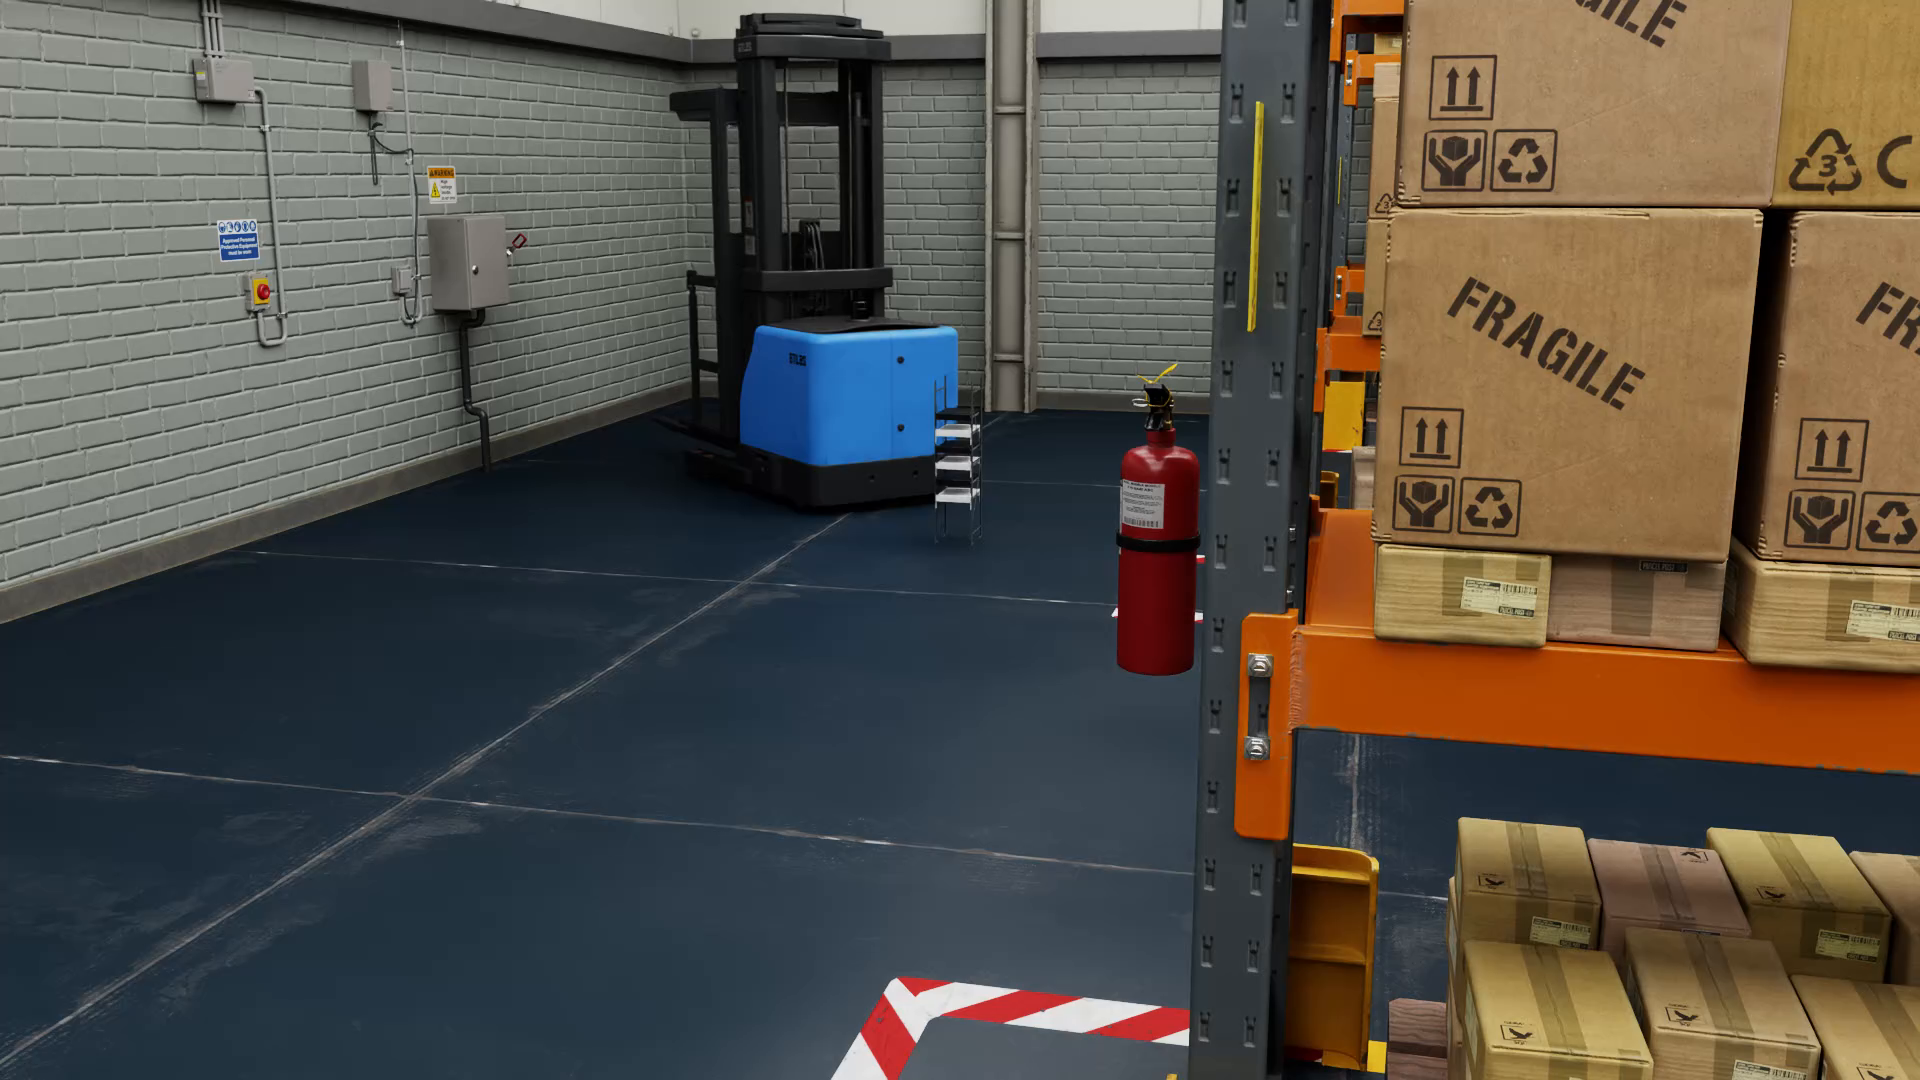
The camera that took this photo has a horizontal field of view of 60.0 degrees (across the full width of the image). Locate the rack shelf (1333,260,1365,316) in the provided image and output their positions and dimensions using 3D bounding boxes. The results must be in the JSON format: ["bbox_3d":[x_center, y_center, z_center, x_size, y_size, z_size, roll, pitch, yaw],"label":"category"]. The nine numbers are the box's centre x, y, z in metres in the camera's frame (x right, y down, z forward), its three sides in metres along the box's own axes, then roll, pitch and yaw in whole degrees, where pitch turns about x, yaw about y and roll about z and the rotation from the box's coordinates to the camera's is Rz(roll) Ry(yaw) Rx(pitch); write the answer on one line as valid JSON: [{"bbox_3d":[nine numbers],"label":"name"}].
[{"bbox_3d":[4.778,-1.798,12.072,4.000,0.370,1.077,3,13,14],"label":"rack shelf"}]

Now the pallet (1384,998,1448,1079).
[{"bbox_3d":[1.417,1.252,3.102,1.213,0.211,1.003,3,13,14],"label":"pallet"}]

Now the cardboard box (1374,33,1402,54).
[{"bbox_3d":[3.090,-3.529,11.870,0.250,0.149,0.380,3,13,15],"label":"cardboard box"}]

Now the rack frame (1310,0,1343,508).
[{"bbox_3d":[1.651,-1.209,7.757,0.127,3.000,1.000,3,13,14],"label":"rack frame"}]

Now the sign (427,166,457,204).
[{"bbox_3d":[-3.399,-2.333,10.917,0.001,0.242,0.339,3,13,14],"label":"sign"}]

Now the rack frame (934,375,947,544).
[{"bbox_3d":[-0.107,-0.445,9.162,0.006,0.900,0.240,3,13,14],"label":"rack frame"}]

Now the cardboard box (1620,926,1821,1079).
[{"bbox_3d":[1.287,0.821,2.845,0.250,0.149,0.380,3,13,15],"label":"cardboard box"}]

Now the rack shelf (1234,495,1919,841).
[{"bbox_3d":[2.505,0.292,2.651,4.000,0.370,1.077,3,13,14],"label":"rack shelf"}]

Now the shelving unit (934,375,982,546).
[{"bbox_3d":[-0.008,-0.440,9.138,0.210,0.900,0.258,3,13,14],"label":"shelving unit"}]

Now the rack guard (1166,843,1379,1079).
[{"bbox_3d":[0.637,1.062,3.294,0.348,0.500,1.175,3,13,14],"label":"rack guard"}]

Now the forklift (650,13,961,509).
[{"bbox_3d":[-1.208,-1.888,10.976,1.130,2.935,3.031,-8,15,-31],"label":"forklift"}]

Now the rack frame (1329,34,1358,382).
[{"bbox_3d":[2.836,-2.253,12.462,0.127,3.000,1.000,3,13,14],"label":"rack frame"}]

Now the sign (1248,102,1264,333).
[{"bbox_3d":[0.433,-0.471,2.433,0.005,0.325,0.100,3,13,14],"label":"sign"}]

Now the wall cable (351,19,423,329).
[{"bbox_3d":[-3.501,-2.291,10.290,0.122,1.984,0.588,3,13,14],"label":"wall cable"}]

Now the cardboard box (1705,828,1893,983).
[{"bbox_3d":[1.650,0.720,3.303,0.250,0.149,0.380,3,13,12],"label":"cardboard box"}]

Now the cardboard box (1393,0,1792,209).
[{"bbox_3d":[0.935,-0.766,2.533,0.500,0.500,0.500,3,13,13],"label":"cardboard box"}]

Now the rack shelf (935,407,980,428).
[{"bbox_3d":[-0.008,-0.671,9.087,0.200,0.077,0.258,3,13,14],"label":"rack shelf"}]

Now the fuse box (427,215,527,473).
[{"bbox_3d":[-3.184,-1.302,11.150,0.414,1.711,0.539,3,13,14],"label":"fuse box"}]

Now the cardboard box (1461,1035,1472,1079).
[{"bbox_3d":[1.010,0.960,2.907,0.250,0.149,0.380,4,13,16],"label":"cardboard box"}]

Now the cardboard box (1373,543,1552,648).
[{"bbox_3d":[0.799,0.046,2.682,0.250,0.149,0.380,3,13,13],"label":"cardboard box"}]

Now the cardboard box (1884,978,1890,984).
[{"bbox_3d":[1.885,0.909,3.139,0.250,0.149,0.380,3,13,13],"label":"cardboard box"}]

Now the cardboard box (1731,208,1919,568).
[{"bbox_3d":[1.458,-0.253,2.530,0.500,0.500,0.500,3,13,14],"label":"cardboard box"}]

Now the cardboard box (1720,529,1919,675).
[{"bbox_3d":[1.304,0.075,2.548,0.250,0.149,0.380,3,13,12],"label":"cardboard box"}]

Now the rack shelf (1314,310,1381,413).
[{"bbox_3d":[3.593,-0.754,7.367,4.000,0.370,1.077,3,13,14],"label":"rack shelf"}]

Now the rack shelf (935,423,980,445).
[{"bbox_3d":[-0.008,-0.583,9.106,0.200,0.077,0.258,3,13,14],"label":"rack shelf"}]

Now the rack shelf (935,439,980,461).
[{"bbox_3d":[-0.008,-0.495,9.126,0.200,0.077,0.258,3,13,14],"label":"rack shelf"}]

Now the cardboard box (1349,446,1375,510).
[{"bbox_3d":[2.316,-0.150,7.929,0.875,0.438,0.875,3,13,12],"label":"cardboard box"}]

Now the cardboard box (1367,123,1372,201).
[{"bbox_3d":[2.176,-1.771,7.751,0.500,0.500,0.500,4,13,15],"label":"cardboard box"}]

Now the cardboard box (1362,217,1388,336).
[{"bbox_3d":[2.048,-1.172,7.362,0.500,0.500,0.500,3,13,13],"label":"cardboard box"}]

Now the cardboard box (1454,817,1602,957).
[{"bbox_3d":[1.138,0.708,3.357,0.250,0.149,0.380,3,13,14],"label":"cardboard box"}]
